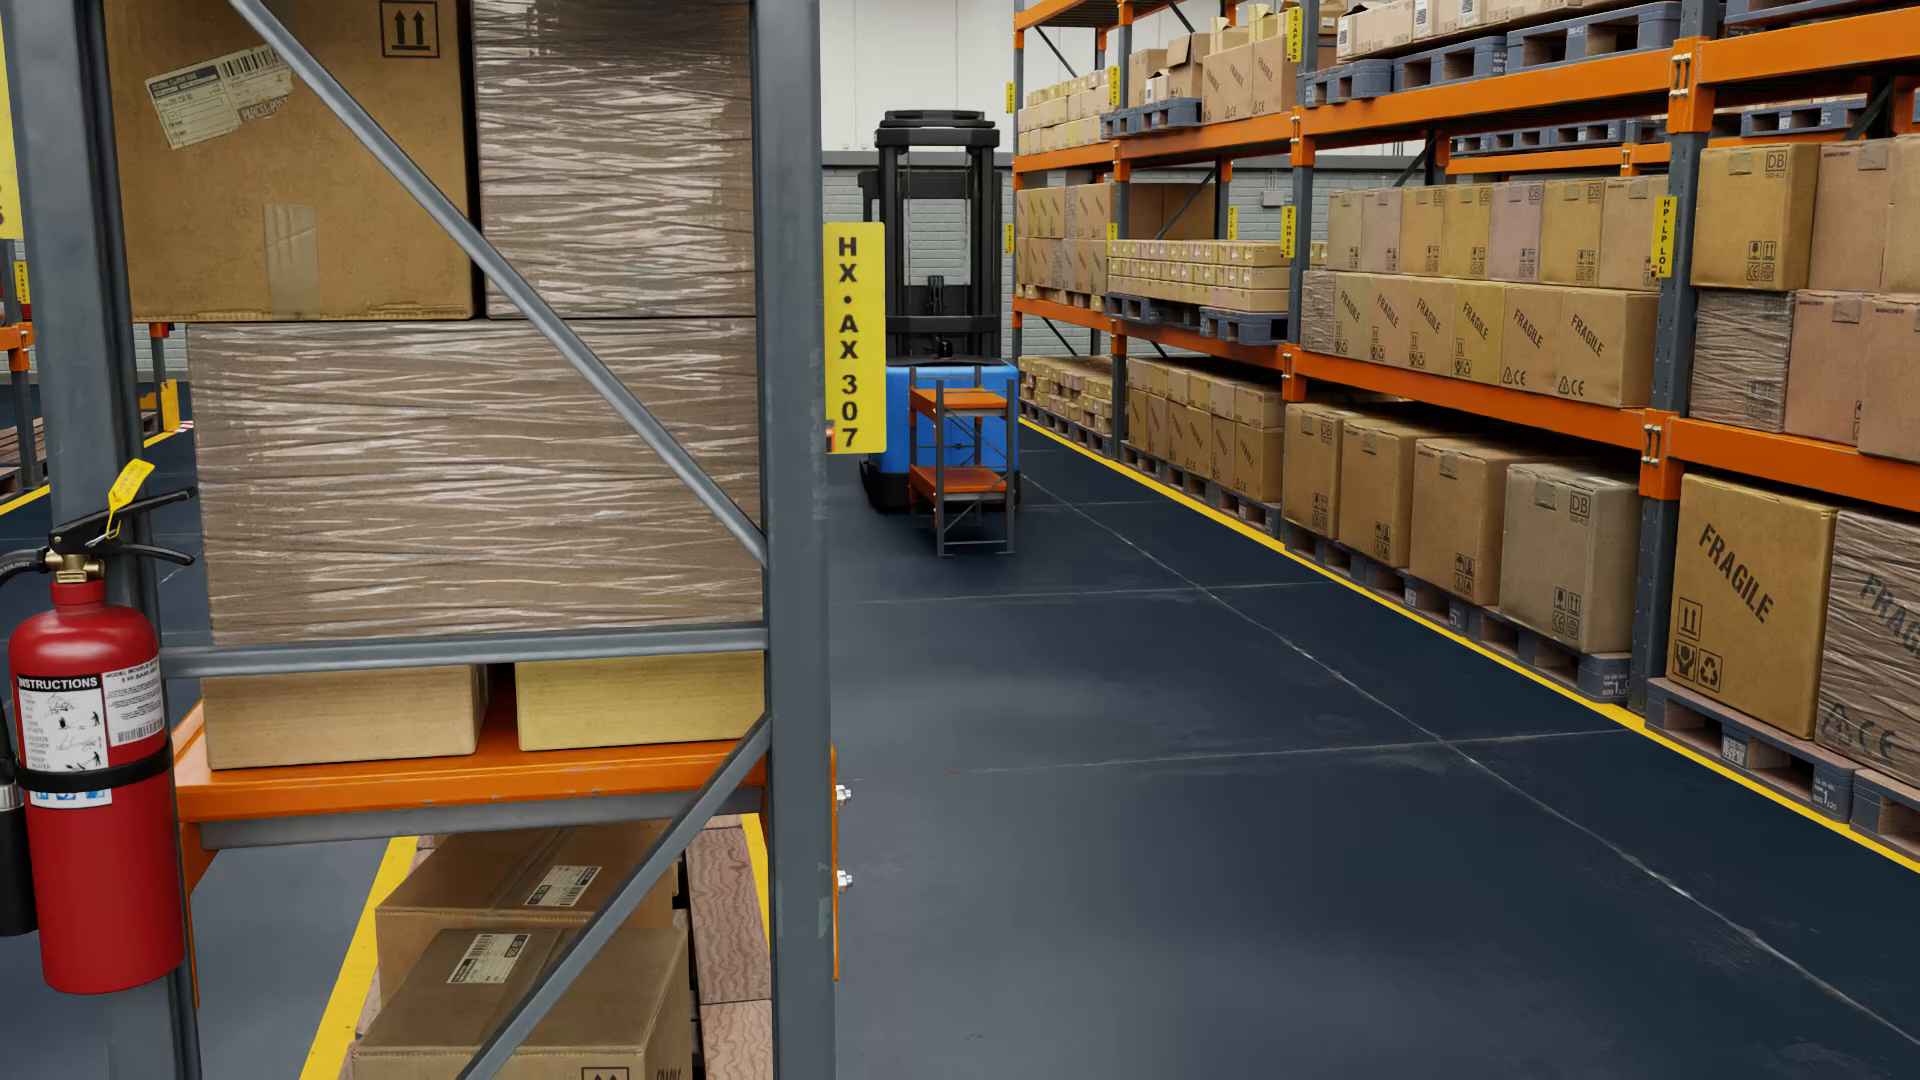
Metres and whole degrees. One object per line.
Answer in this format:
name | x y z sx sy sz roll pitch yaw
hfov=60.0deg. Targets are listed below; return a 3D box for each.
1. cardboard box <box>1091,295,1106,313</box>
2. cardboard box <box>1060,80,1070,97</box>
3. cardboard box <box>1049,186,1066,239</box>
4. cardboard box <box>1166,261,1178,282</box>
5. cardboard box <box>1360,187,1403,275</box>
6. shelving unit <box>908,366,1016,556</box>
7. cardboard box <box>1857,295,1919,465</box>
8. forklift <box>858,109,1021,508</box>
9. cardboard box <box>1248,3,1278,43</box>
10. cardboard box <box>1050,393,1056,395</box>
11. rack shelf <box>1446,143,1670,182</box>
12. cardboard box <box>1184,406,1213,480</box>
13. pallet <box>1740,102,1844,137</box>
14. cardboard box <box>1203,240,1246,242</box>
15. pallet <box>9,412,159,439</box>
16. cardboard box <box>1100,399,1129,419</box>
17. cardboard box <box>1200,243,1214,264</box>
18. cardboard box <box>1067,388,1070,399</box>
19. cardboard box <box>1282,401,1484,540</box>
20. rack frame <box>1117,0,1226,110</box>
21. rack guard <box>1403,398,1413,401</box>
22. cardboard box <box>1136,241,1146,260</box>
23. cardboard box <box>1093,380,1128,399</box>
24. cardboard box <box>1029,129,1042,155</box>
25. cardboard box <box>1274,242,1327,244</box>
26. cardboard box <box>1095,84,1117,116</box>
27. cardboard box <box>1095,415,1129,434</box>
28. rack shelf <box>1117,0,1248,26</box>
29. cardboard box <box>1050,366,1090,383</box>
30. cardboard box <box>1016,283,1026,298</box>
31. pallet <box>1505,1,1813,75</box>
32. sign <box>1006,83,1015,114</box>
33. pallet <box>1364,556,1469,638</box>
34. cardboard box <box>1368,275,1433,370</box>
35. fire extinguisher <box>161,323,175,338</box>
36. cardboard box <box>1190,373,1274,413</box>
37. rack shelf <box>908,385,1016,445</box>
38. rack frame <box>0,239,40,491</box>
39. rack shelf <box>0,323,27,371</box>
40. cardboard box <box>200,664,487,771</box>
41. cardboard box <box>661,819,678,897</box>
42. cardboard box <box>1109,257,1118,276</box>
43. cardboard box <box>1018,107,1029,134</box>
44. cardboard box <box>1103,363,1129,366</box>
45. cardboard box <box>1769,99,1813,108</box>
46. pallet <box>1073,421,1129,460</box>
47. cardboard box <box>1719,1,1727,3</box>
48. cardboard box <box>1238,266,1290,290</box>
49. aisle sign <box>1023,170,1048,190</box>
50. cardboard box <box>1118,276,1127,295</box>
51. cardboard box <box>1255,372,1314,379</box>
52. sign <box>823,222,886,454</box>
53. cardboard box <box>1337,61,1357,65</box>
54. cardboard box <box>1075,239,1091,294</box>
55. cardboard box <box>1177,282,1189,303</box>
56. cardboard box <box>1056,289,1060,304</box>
cardboard box | 1.421 -2.166 15.225 0.380 0.149 0.250 -2 11 -13
cardboard box | 1.188 -4.373 16.124 0.380 0.149 0.250 -2 11 -12
cardboard box | 1.198 -3.248 16.503 0.500 0.500 0.500 -2 11 -13
cardboard box | 1.795 -2.055 12.726 0.380 0.149 0.250 -2 11 -12
cardboard box | 2.818 -1.833 9.865 0.700 0.500 0.500 -2 11 -12
shelving unit | -0.001 -0.554 11.098 0.538 1.125 1.048 -2 11 -11
cardboard box | 3.621 -0.538 5.599 0.875 0.550 0.550 -2 11 -11
forklift | -0.243 -1.907 13.378 1.130 2.935 3.031 -1 11 -7
cardboard box | 2.193 -3.525 11.360 0.396 0.266 0.258 -2 11 -11
cardboard box | 1.145 -1.449 17.290 0.380 0.149 0.250 -2 11 -11
rack shelf | 6.310 -3.888 17.501 1.077 0.370 4.000 -2 11 -11
cardboard box | 2.041 -0.750 12.676 0.500 0.500 0.500 -3 11 -14
pallet | 7.079 -3.369 13.357 1.003 0.211 1.213 -2 11 -8
cardboard box | 2.234 -2.414 13.815 0.380 0.149 0.250 -2 11 -13
pallet | -8.536 -1.071 16.260 1.003 0.211 1.213 -2 11 -11
cardboard box | 1.490 -1.200 15.186 0.380 0.149 0.250 -2 11 -10
cardboard box | 1.943 -2.060 11.954 0.380 0.149 0.250 -2 11 -9
cardboard box | 1.292 -1.494 16.729 0.380 0.149 0.250 -2 11 -8
cardboard box | 2.671 -0.455 10.457 1.050 0.750 0.750 -2 11 -12
rack frame | 1.863 -5.149 14.183 1.000 3.000 0.127 -2 11 -11
rack guard | 5.917 -1.911 19.898 1.175 0.500 0.348 -2 11 -11
cardboard box | 1.642 -2.344 13.449 0.380 0.149 0.250 -2 11 -12
cardboard box | 1.450 -1.401 15.447 0.380 0.149 0.250 -2 11 -10
cardboard box | 1.020 -4.147 17.342 0.500 0.250 0.500 -2 11 -9
cardboard box | 2.538 -2.128 12.312 0.380 0.149 0.250 -2 11 -8
cardboard box | 1.524 -3.923 14.827 0.500 0.250 0.500 -3 11 -14
cardboard box | 1.453 -1.067 15.284 0.380 0.149 0.250 -2 11 -10
rack shelf | 2.252 -4.233 12.360 1.077 0.370 4.000 -2 11 -11
cardboard box | 1.129 -1.685 16.936 0.380 0.149 0.250 -2 11 -10
cardboard box | 0.827 -2.741 18.247 0.380 0.149 0.250 -2 11 -11
pallet | 3.193 -2.281 7.646 0.805 0.209 1.217 -3 11 -13
sign | 0.553 -4.819 18.132 0.100 0.325 0.005 -2 11 -11
pallet | 2.955 0.272 9.203 1.003 0.211 1.213 -2 11 -11
cardboard box | 2.663 -1.240 9.420 0.500 0.500 0.500 -2 11 -11
fire extinguisher | -8.242 -2.417 17.076 0.296 0.674 0.183 -2 11 -11
cardboard box | 2.059 -1.117 12.600 0.500 0.250 0.500 -2 11 -10
rack shelf | -0.001 -0.841 11.043 0.538 0.278 1.000 -2 11 -11
rack frame | -7.880 -1.860 12.947 1.000 3.000 0.127 -2 11 -11
rack shelf | -7.491 -1.140 11.087 1.077 0.370 4.000 -2 11 -11
cardboard box | -0.946 0.239 2.589 0.380 0.149 0.250 -2 11 -11
cardboard box | -1.110 0.739 4.852 0.500 0.500 0.500 -3 11 -16
cardboard box | 1.489 -2.342 14.233 0.380 0.149 0.250 -2 11 -10
cardboard box | 0.918 -4.489 17.803 0.500 0.250 0.500 -2 11 -10
cardboard box | 1.699 -1.758 17.320 0.380 0.149 0.250 -2 11 -9
cardboard box | 6.850 -3.709 13.246 0.500 0.500 0.500 -2 11 -10
pallet | 1.698 -0.954 15.645 1.003 0.211 1.213 -2 11 -11
cardboard box | 3.547 -2.518 7.348 0.258 0.266 0.396 -2 11 -12
cardboard box | 2.099 -1.772 11.235 0.380 0.149 0.250 -2 11 -10
aisle sign | 0.777 -4.215 18.368 0.394 0.787 0.004 -2 11 -11
cardboard box | 1.548 -2.145 13.995 0.380 0.149 0.250 -2 11 -10
cardboard box | 2.562 -1.135 12.692 0.500 0.250 0.500 -2 11 -11
sign | -0.156 -0.284 2.353 0.100 0.325 0.005 -2 11 -11
cardboard box | 2.549 -3.007 10.232 0.380 0.149 0.250 -3 11 -13
cardboard box | 1.392 -2.571 15.619 0.500 0.500 0.500 -2 11 -13
cardboard box | 1.850 -1.861 12.498 0.380 0.149 0.250 -2 11 -9
cardboard box | 1.180 -2.457 16.754 0.380 0.149 0.250 -2 11 -9
